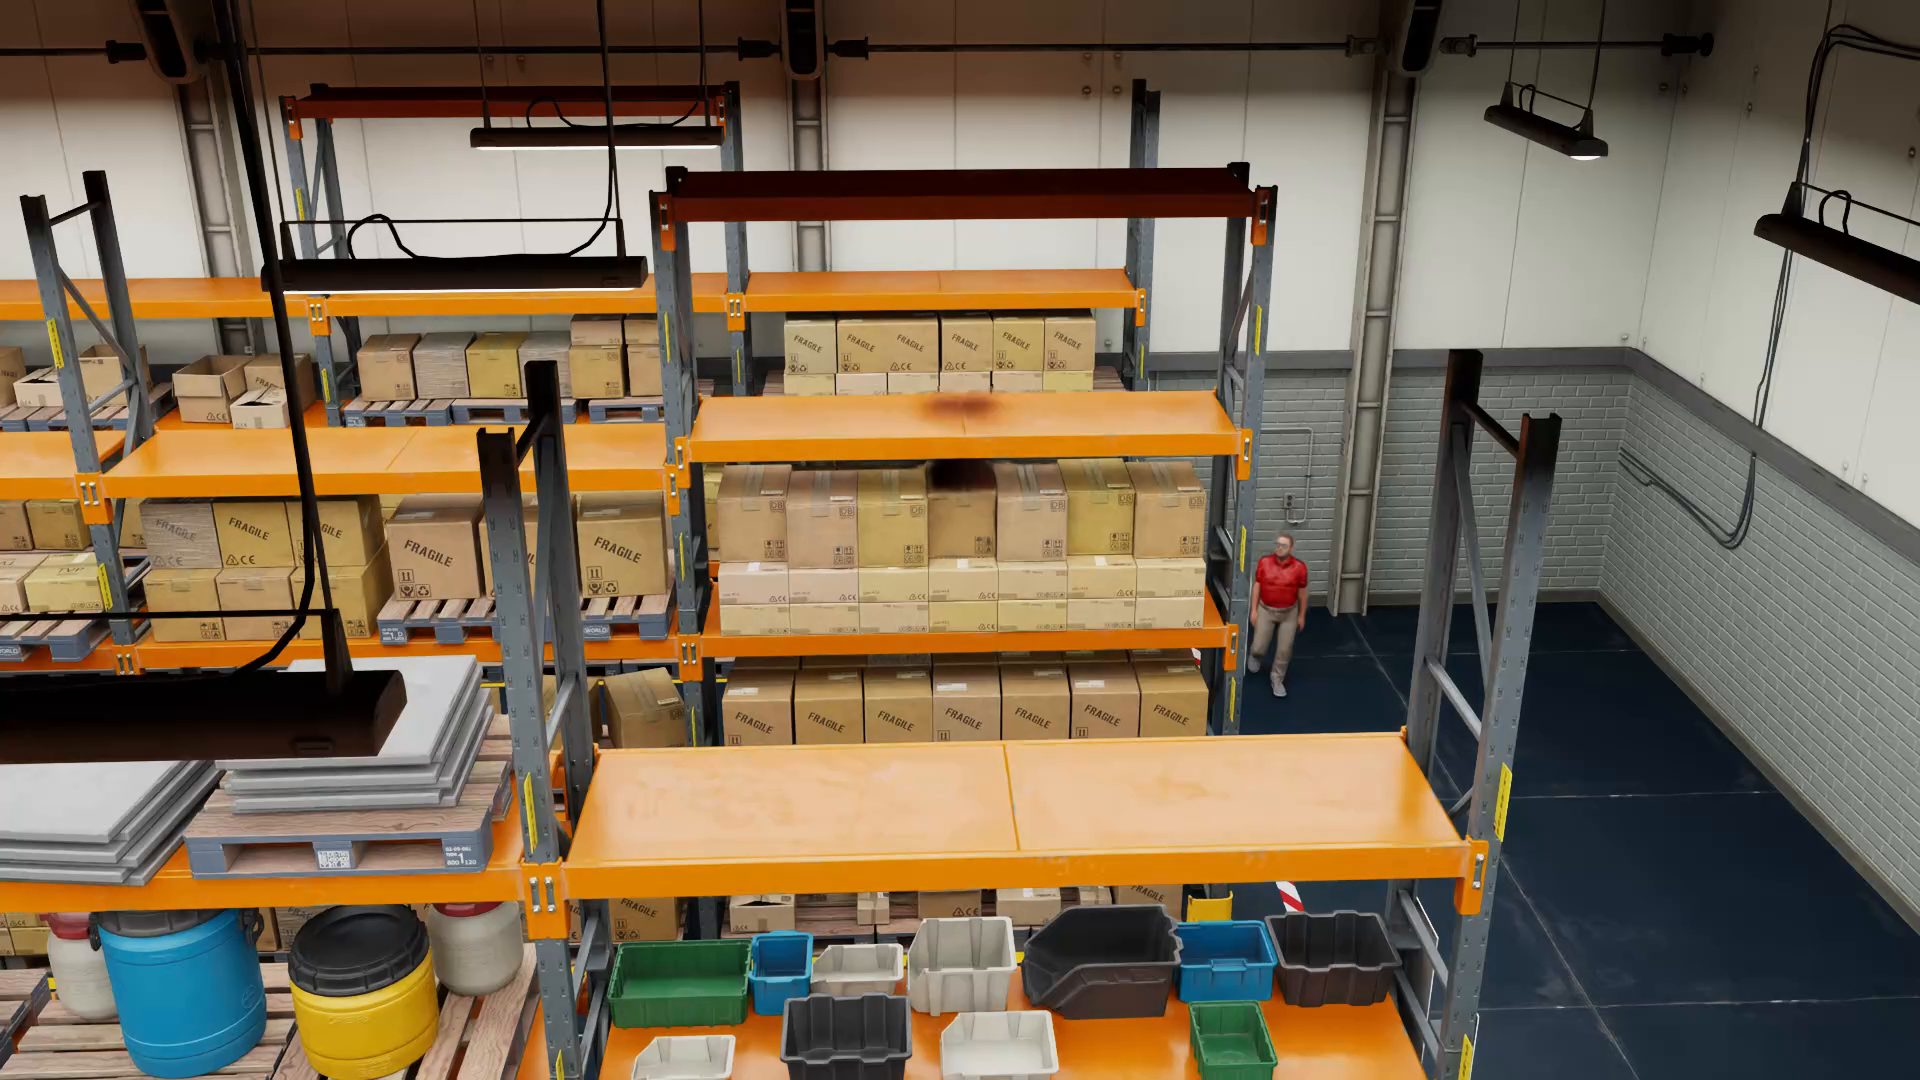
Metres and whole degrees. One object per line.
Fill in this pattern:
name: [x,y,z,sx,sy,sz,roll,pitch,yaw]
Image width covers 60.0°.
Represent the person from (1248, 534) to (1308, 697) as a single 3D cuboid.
person: [3.262,0.723,17.063,0.559,1.694,0.637,0,22,1]
